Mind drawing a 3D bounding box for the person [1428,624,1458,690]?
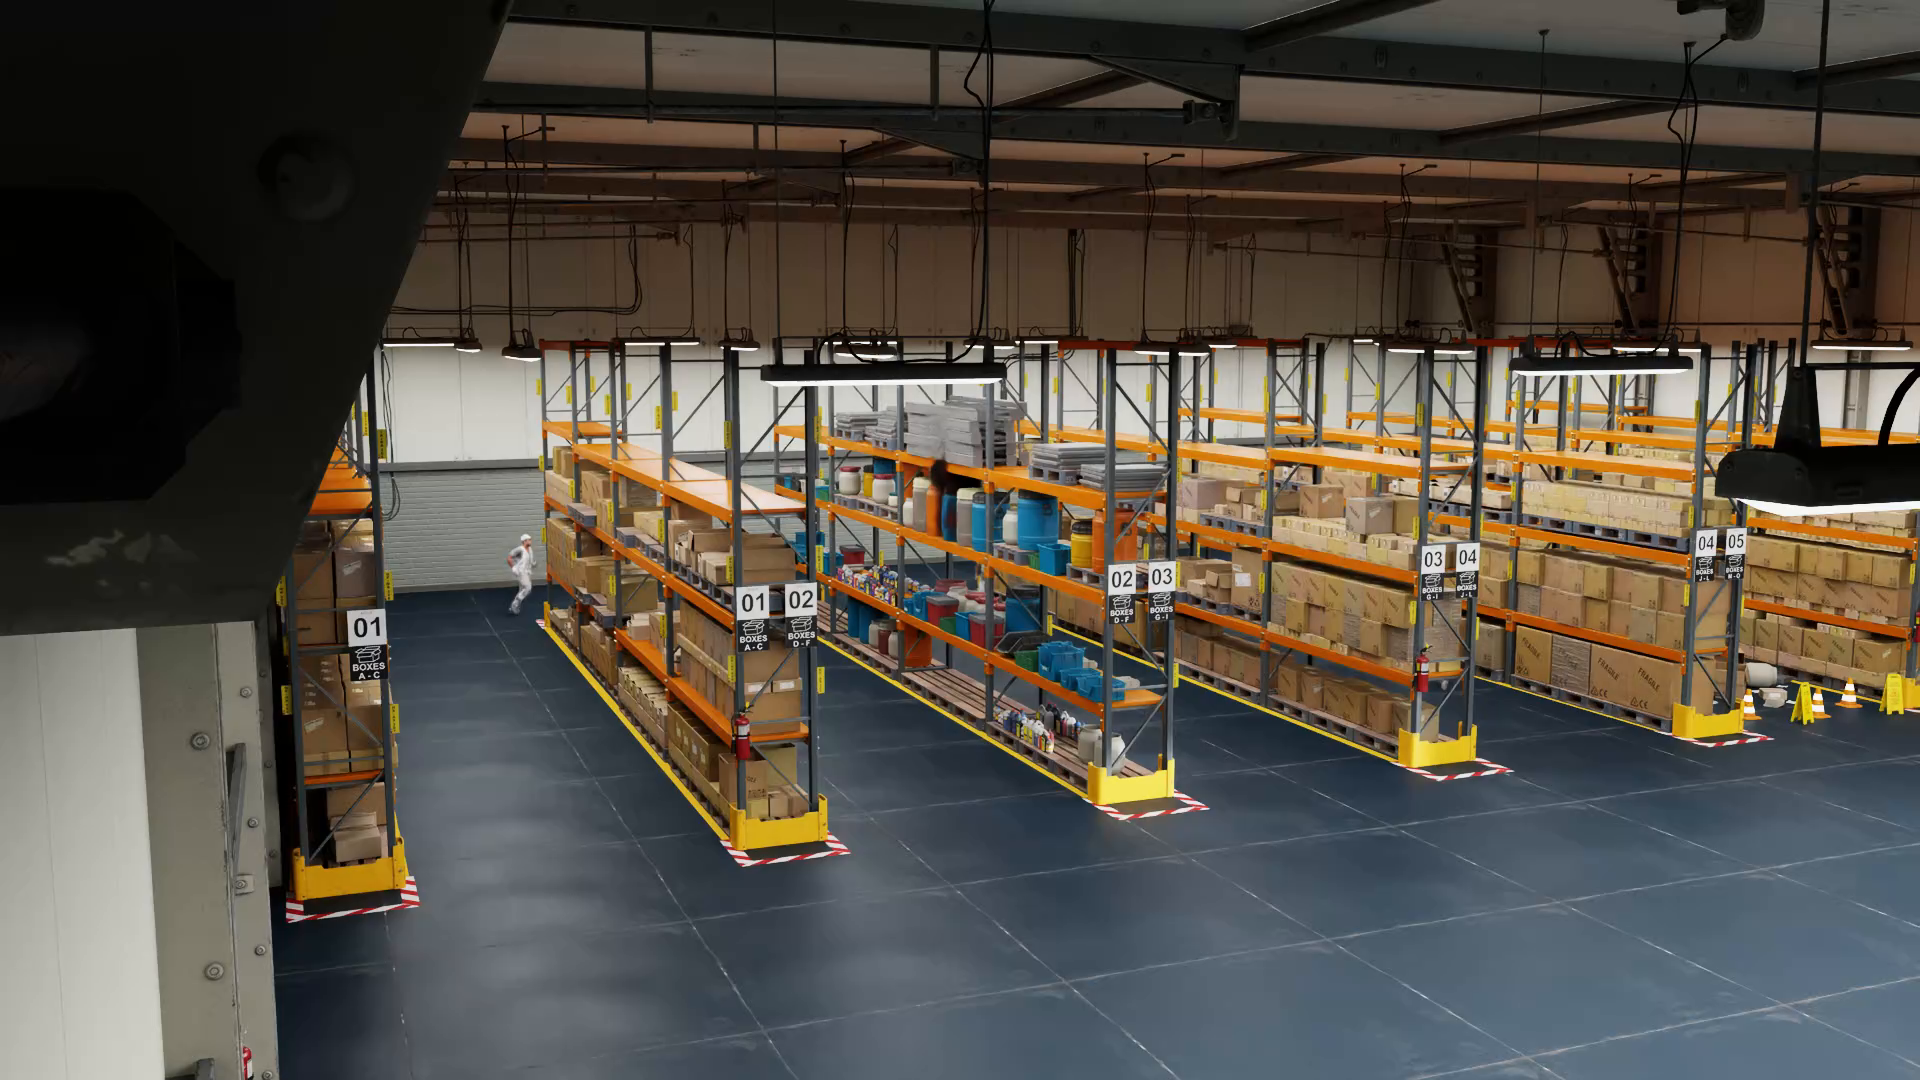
[{"bbox_3d":[8.410,1.744,28.976,0.574,1.644,0.710,0,7,3],"label":"person"}]

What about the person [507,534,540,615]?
[{"bbox_3d":[-9.514,0.740,36.370,0.626,1.725,0.740,2,8,18],"label":"person"}]

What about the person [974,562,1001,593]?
[{"bbox_3d":[0.599,0.925,35.693,0.584,1.491,1.023,0,7,2],"label":"person"}]
